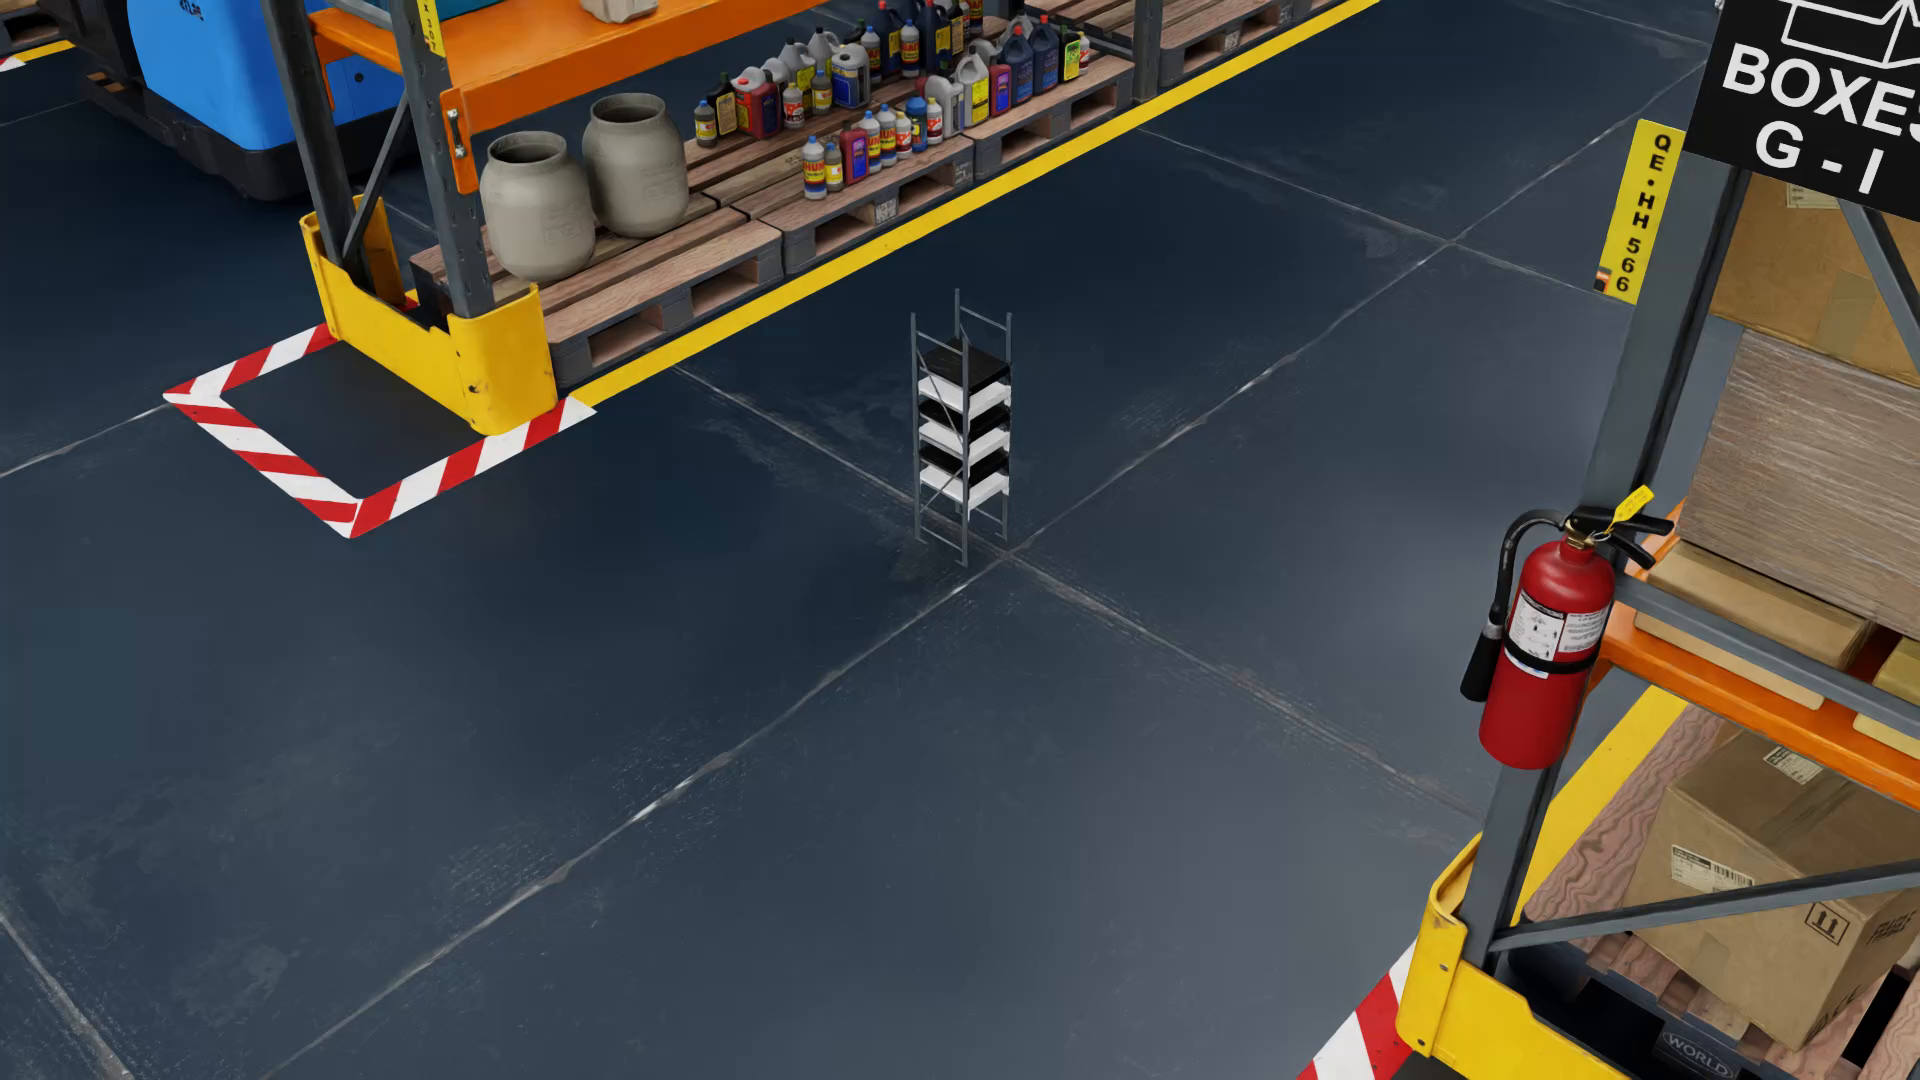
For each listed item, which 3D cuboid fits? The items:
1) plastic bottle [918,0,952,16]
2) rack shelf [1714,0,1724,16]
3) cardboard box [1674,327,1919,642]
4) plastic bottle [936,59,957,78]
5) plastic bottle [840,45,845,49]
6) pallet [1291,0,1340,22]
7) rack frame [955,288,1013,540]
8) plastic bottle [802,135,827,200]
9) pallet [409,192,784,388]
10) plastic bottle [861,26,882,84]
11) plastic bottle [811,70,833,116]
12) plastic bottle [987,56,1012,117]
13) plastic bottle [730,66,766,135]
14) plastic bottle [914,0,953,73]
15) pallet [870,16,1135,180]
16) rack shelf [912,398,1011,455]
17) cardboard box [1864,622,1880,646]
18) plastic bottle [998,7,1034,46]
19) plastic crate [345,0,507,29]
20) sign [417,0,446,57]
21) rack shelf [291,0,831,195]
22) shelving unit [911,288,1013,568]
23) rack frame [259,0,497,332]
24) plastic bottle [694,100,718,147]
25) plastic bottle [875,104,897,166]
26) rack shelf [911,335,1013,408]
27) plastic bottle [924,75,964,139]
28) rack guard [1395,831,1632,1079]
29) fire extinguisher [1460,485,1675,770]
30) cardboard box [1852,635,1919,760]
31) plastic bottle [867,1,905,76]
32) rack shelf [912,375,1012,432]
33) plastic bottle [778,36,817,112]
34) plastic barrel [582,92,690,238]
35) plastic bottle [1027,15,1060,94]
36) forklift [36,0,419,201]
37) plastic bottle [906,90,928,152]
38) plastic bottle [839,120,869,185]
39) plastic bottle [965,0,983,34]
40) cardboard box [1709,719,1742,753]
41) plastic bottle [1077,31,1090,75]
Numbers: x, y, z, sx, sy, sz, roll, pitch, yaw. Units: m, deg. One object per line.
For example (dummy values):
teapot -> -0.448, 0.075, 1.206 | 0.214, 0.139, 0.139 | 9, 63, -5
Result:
plastic bottle -> -0.125, -2.639, 8.493 | 0.152, 0.276, 0.135 | 31, 48, 33
rack shelf -> 2.918, -1.549, 3.456 | 1.077, 0.370, 4.000 | 30, 47, 32
cardboard box -> 1.960, -0.134, 3.190 | 0.875, 0.500, 0.500 | 30, 47, 32
plastic bottle -> -0.050, -2.142, 7.862 | 0.061, 0.283, 0.133 | 30, 47, 32
plastic bottle -> -0.575, -2.328, 8.163 | 0.097, 0.201, 0.097 | 0, 38, 0
pallet -> 1.936, -3.504, 9.987 | 1.003, 0.211, 1.213 | 30, 47, 32
rack frame -> 0.074, -0.403, 5.533 | 0.240, 0.900, 0.006 | 30, 47, 32
plastic bottle -> -0.634, -1.624, 7.221 | 0.097, 0.271, 0.097 | 0, 38, 0
pallet -> -1.518, -1.152, 7.029 | 1.003, 0.211, 1.213 | 30, 47, 32
plastic bottle -> -0.438, -2.393, 8.188 | 0.097, 0.271, 0.097 | 0, 38, 0
plastic bottle -> -0.660, -2.137, 7.923 | 0.097, 0.201, 0.097 | 0, 38, 0
plastic bottle -> 0.181, -2.167, 7.894 | 0.133, 0.283, 0.061 | -31, 48, -33
plastic bottle -> -0.981, -2.056, 7.760 | 0.152, 0.276, 0.135 | 30, 47, 32
plastic bottle -> -0.133, -2.533, 8.301 | 0.144, 0.351, 0.185 | 30, 47, 32
pallet -> 0.128, -2.273, 8.438 | 1.003, 0.211, 1.213 | 30, 47, 32
rack shelf -> 0.005, -0.400, 5.439 | 0.258, 0.077, 0.200 | 30, 47, 32
cardboard box -> 1.778, 0.028, 3.506 | 0.380, 0.149, 0.250 | 30, 47, 32
plastic bottle -> 0.283, -2.434, 8.176 | 0.144, 0.351, 0.185 | 30, 47, 32
plastic crate -> -1.970, -2.115, 6.119 | 0.499, 0.251, 0.616 | 30, 47, 32
sign -> -1.684, -1.693, 5.246 | 0.100, 0.325, 0.005 | 30, 47, 32
rack shelf -> -0.738, -2.455, 7.005 | 1.077, 0.370, 4.000 | 30, 47, 32
shelving unit -> 0.005, -0.356, 5.475 | 0.258, 0.900, 0.210 | 30, 47, 32
rack frame -> -2.087, -1.817, 5.625 | 1.000, 3.000, 0.127 | 30, 47, 32
plastic bottle -> -1.172, -1.922, 7.652 | 0.097, 0.201, 0.097 | 0, 38, 0
plastic bottle -> -0.335, -1.827, 7.476 | 0.097, 0.271, 0.097 | 0, 38, 0
rack shelf -> 0.005, -0.541, 5.327 | 0.258, 0.077, 0.200 | 30, 47, 32
plastic bottle -> -0.070, -2.035, 7.734 | 0.152, 0.276, 0.135 | 31, 48, 33
rack guard -> 1.620, 1.206, 3.832 | 1.175, 0.500, 0.348 | 30, 47, 32
fire extinguisher -> 1.152, 0.152, 3.211 | 0.296, 0.674, 0.183 | 30, 47, 32
cardboard box -> 1.937, 0.330, 3.127 | 0.380, 0.149, 0.250 | 30, 47, 32
plastic bottle -> -0.367, -2.507, 8.268 | 0.144, 0.351, 0.185 | 28, 46, 30
rack shelf -> 0.005, -0.471, 5.383 | 0.258, 0.077, 0.200 | 30, 47, 32
plastic bottle -> -0.779, -2.226, 7.915 | 0.144, 0.351, 0.185 | 32, 48, 33
plastic barrel -> -1.361, -1.573, 6.979 | 0.421, 0.512, 0.421 | 0, 38, 0
plastic bottle -> 0.390, -2.374, 8.100 | 0.144, 0.351, 0.185 | 28, 46, 31
forklift -> -3.868, -3.501, 7.798 | 3.031, 2.935, 1.130 | 31, 48, 33
plastic bottle -> -0.198, -1.920, 7.594 | 0.097, 0.271, 0.097 | 0, 38, 0
plastic bottle -> -0.468, -1.725, 7.338 | 0.061, 0.283, 0.133 | 30, 48, 33
plastic bottle -> 0.073, -2.797, 8.696 | 0.097, 0.271, 0.097 | 0, 38, 0
cardboard box -> 2.381, 0.507, 4.373 | 0.500, 0.500, 0.500 | -22, 43, -25
plastic bottle -> 0.597, -2.434, 8.296 | 0.097, 0.201, 0.097 | 0, 38, 0
